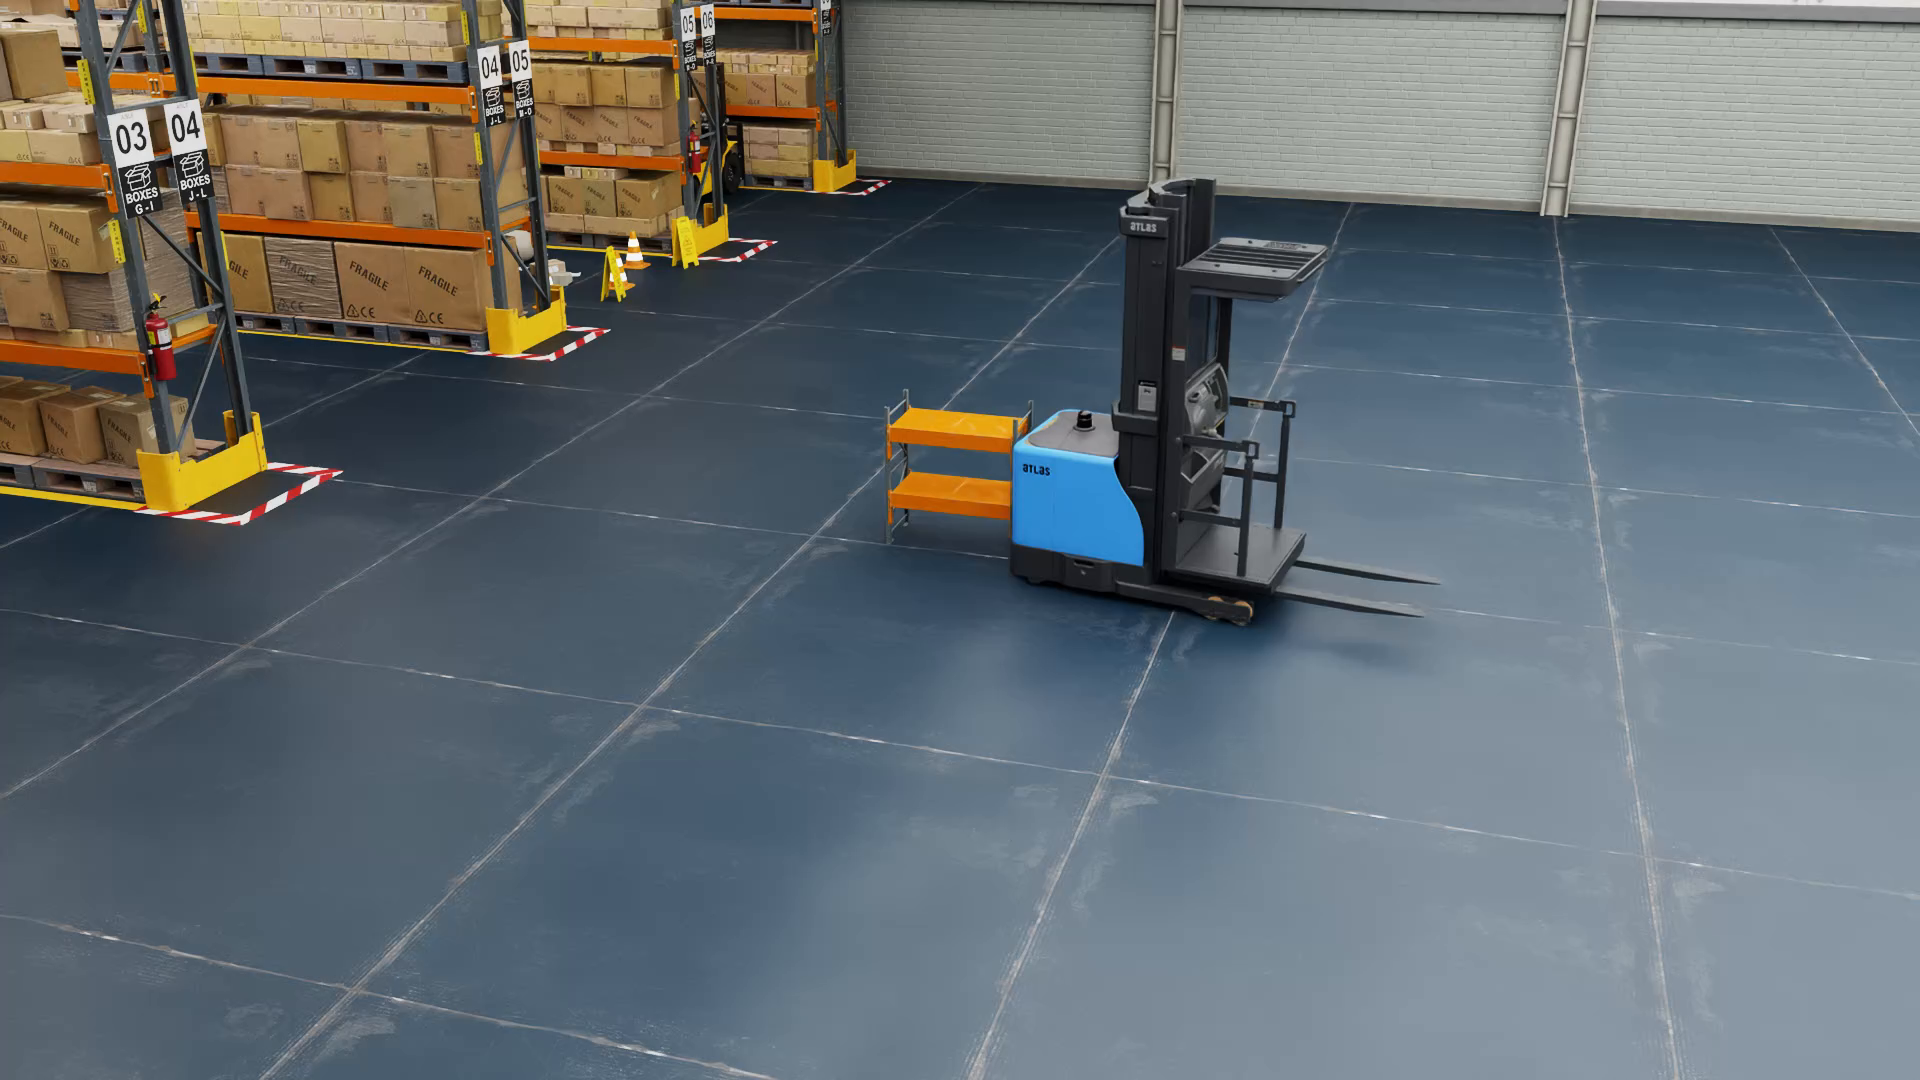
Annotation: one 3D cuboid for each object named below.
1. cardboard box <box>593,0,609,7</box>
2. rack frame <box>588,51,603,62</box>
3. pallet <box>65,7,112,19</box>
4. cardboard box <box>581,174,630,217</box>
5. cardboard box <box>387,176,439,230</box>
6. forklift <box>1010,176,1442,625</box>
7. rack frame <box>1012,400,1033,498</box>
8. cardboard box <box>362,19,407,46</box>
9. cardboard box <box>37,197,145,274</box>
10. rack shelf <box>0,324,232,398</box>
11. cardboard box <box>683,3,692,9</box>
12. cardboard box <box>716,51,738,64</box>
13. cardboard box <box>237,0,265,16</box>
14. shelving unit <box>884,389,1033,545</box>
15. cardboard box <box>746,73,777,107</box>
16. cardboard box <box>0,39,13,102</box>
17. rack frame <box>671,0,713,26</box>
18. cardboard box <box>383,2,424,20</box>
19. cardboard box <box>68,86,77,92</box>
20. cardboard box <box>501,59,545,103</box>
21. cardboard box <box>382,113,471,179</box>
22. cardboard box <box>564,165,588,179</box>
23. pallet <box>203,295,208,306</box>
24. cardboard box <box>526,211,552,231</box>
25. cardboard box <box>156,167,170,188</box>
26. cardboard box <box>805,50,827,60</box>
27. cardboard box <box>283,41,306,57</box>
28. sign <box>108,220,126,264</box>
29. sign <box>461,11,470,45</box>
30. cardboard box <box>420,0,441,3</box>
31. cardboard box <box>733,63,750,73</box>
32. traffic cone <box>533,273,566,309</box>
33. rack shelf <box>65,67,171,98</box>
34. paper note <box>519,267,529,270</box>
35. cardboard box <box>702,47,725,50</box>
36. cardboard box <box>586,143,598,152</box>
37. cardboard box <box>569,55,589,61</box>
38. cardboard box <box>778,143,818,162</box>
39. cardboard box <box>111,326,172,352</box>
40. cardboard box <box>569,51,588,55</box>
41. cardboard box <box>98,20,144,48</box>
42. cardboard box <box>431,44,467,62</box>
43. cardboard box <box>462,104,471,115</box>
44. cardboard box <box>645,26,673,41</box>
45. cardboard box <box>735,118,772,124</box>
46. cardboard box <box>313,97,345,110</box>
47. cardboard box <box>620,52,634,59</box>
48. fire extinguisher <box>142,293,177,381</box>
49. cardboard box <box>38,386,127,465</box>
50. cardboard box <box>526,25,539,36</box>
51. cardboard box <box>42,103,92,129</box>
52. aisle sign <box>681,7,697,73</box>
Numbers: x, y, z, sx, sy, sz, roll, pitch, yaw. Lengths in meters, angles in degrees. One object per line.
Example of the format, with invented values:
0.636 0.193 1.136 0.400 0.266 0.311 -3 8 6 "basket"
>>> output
-4.635 -7.115 21.896 0.250 0.149 0.380 7 23 16 "cardboard box"
-5.911 -7.677 27.939 0.127 3.000 1.000 7 23 16 "rack frame"
-12.874 -7.785 24.498 1.213 0.211 1.003 8 24 18 "pallet"
-4.855 -4.753 22.892 0.500 0.500 0.500 7 23 17 "cardboard box"
-5.747 -3.771 18.219 0.550 0.550 0.875 7 23 16 "cardboard box"
1.931 -0.985 11.715 3.031 2.935 1.130 10 24 23 "forklift"
0.480 -0.465 12.828 0.032 1.125 0.500 7 23 16 "rack frame"
-5.873 -5.329 17.382 0.500 0.250 0.500 7 23 16 "cardboard box"
-6.973 -2.451 13.357 0.500 0.500 0.500 7 23 16 "cardboard box"
-8.290 -1.721 14.365 4.000 0.370 1.077 7 23 16 "rack shelf"
-3.917 -7.043 22.245 0.500 0.250 0.500 6 23 15 "cardboard box"
-3.737 -7.789 26.833 0.250 0.149 0.380 7 23 17 "cardboard box"
-7.448 -5.670 17.689 0.250 0.149 0.380 7 23 16 "cardboard box"
-0.006 -0.521 12.963 1.048 1.125 0.538 7 23 16 "shelving unit"
-3.123 -7.304 26.897 0.500 0.500 0.500 7 23 17 "cardboard box"
-7.932 -3.715 13.145 0.500 0.500 0.500 7 23 16 "cardboard box"
-3.512 -8.210 21.334 0.127 3.000 1.000 7 23 16 "rack frame"
-5.750 -5.476 17.215 0.250 0.149 0.380 7 23 16 "cardboard box"
-13.191 -6.951 24.718 0.500 0.500 0.500 6 23 15 "cardboard box"
-6.028 -6.264 22.652 0.500 0.500 0.700 6 23 14 "cardboard box"
-5.743 -4.276 18.026 0.550 0.550 0.875 7 23 16 "cardboard box"
-5.217 -5.071 22.813 0.250 0.149 0.380 8 23 18 "cardboard box"
-9.435 -2.831 19.798 1.213 0.211 1.003 7 23 16 "pallet"
-5.832 -4.521 23.314 0.500 0.250 0.500 6 23 15 "cardboard box"
-9.252 -4.070 19.013 0.500 0.500 0.500 6 23 15 "cardboard box"
-2.342 -7.837 26.950 0.250 0.149 0.380 6 23 14 "cardboard box"
-6.968 -5.246 17.705 0.250 0.149 0.380 7 23 16 "cardboard box"
-6.554 -2.317 12.928 0.005 0.325 0.100 7 23 16 "sign"
-5.015 -5.191 16.861 0.005 0.325 0.100 7 23 16 "sign"
-5.558 -5.714 17.796 0.250 0.149 0.380 6 23 15 "cardboard box"
-3.482 -7.633 26.844 0.250 0.149 0.380 6 23 14 "cardboard box"
-4.944 -3.026 19.942 0.334 0.463 0.336 7 23 16 "traffic cone"
-10.590 -5.338 19.231 4.000 0.370 1.077 7 23 16 "rack shelf"
-5.762 -3.584 21.887 0.142 0.019 0.148 16 27 34 "paper note"
-4.068 -8.045 27.456 0.250 0.149 0.380 7 23 17 "cardboard box"
-4.906 -5.402 22.722 0.250 0.149 0.380 7 23 16 "cardboard box"
-6.303 -7.980 27.691 0.250 0.149 0.380 7 23 17 "cardboard box"
-2.638 -6.332 27.070 0.500 0.250 0.500 6 23 15 "cardboard box"
-6.707 -1.674 13.635 0.250 0.149 0.380 7 23 16 "cardboard box"
-6.428 -8.189 28.199 0.250 0.149 0.380 6 23 14 "cardboard box"
-9.397 -5.642 18.537 0.500 0.250 0.500 7 23 16 "cardboard box"
-5.262 -5.051 17.229 0.250 0.149 0.380 6 23 15 "cardboard box"
-6.514 -5.861 22.988 0.500 0.500 0.500 6 23 15 "cardboard box"
-3.935 -6.644 21.798 0.250 0.149 0.380 7 23 16 "cardboard box"
-3.443 -6.857 27.692 0.500 0.250 0.500 6 23 15 "cardboard box"
-8.818 -6.331 23.581 0.500 0.500 0.500 7 23 17 "cardboard box"
-5.410 -8.029 27.418 0.250 0.149 0.380 7 23 16 "cardboard box"
-6.398 -1.619 13.270 0.183 0.674 0.296 7 23 16 "fire extinguisher"
-7.550 -1.000 14.400 0.500 0.500 0.500 13 26 29 "cardboard box"
-5.636 -6.852 22.305 0.250 0.149 0.380 7 23 16 "cardboard box"
-6.946 -3.325 13.049 0.250 0.149 0.380 6 23 14 "cardboard box"
-3.537 -6.525 21.705 0.004 0.787 0.394 7 23 16 "aisle sign"
